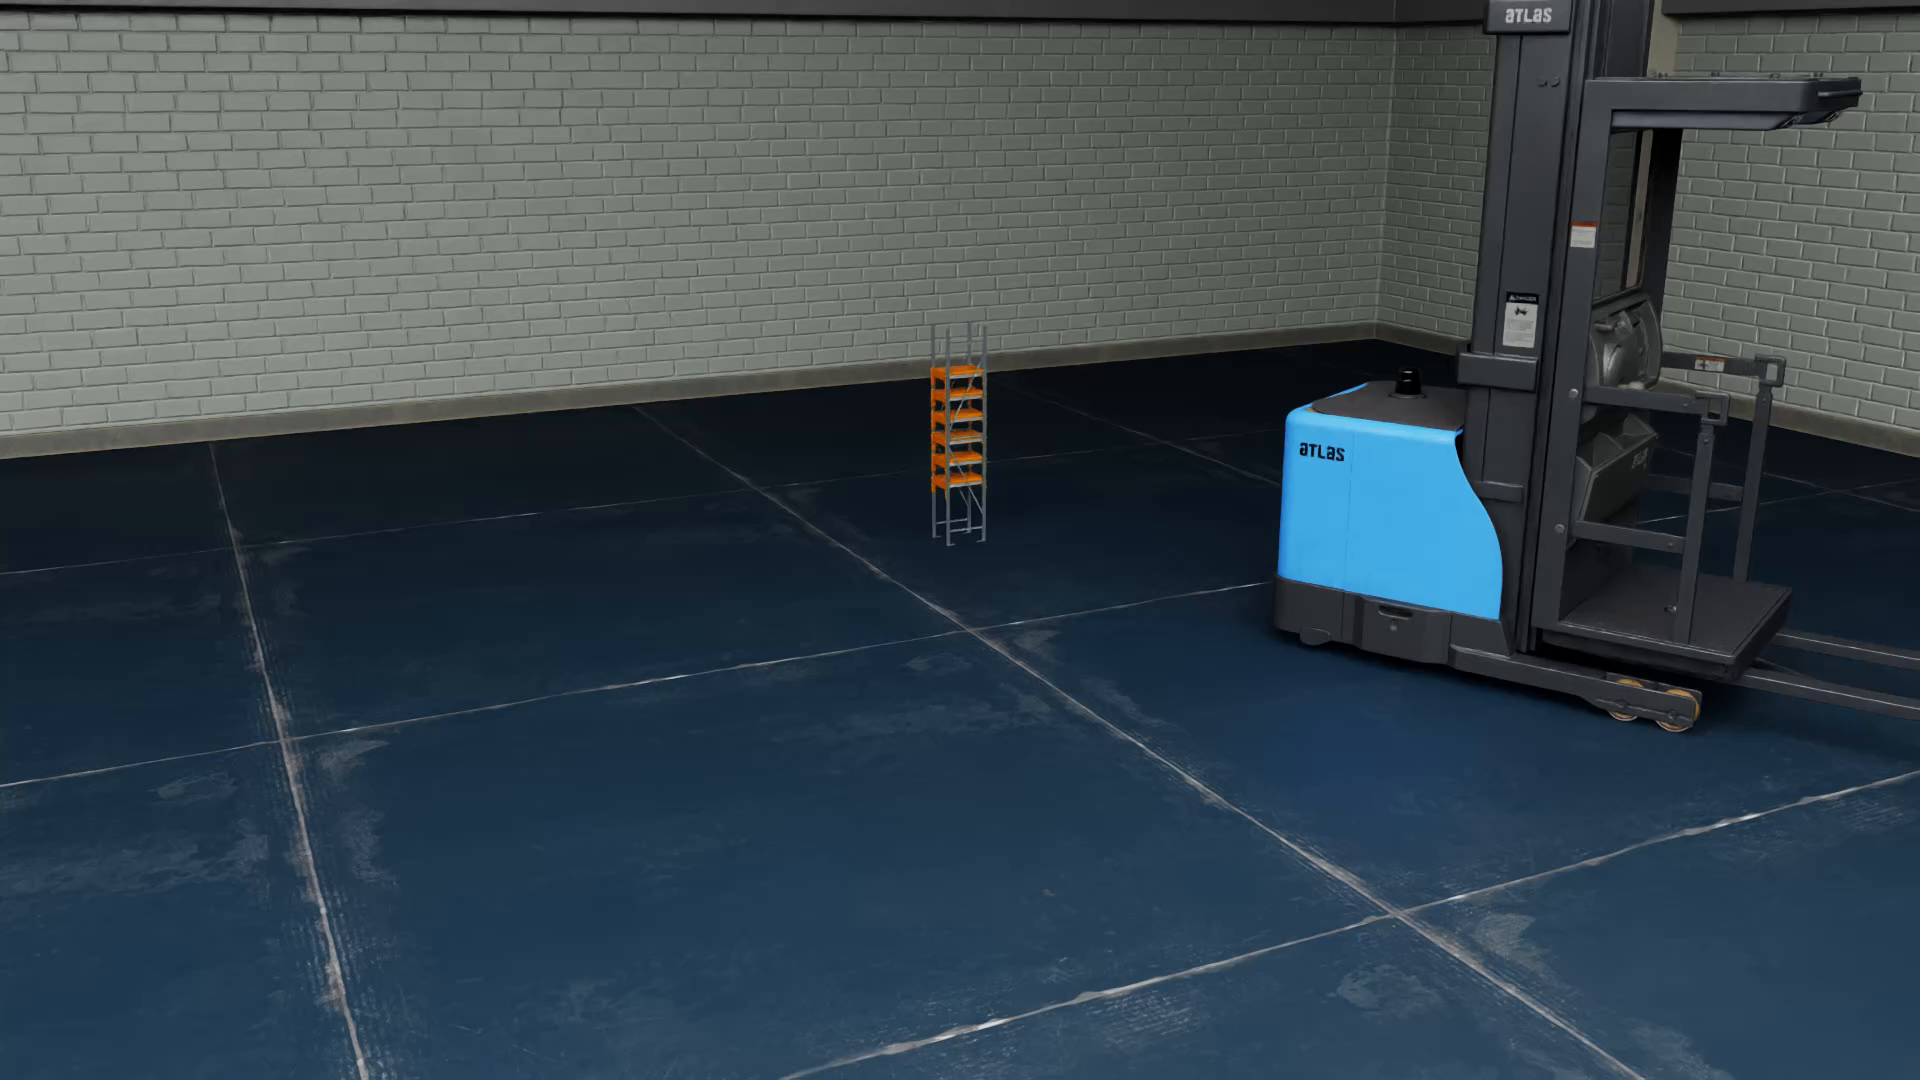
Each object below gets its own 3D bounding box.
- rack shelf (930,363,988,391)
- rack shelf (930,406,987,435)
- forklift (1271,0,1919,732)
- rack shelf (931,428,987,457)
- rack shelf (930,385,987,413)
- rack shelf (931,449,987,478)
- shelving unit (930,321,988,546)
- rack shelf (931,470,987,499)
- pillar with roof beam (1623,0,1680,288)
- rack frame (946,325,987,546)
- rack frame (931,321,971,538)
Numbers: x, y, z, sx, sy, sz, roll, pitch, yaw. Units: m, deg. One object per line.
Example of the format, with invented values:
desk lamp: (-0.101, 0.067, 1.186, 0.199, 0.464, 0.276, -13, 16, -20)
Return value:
rack shelf: (-0.006, -0.884, 9.011, 0.258, 0.103, 0.180, -8, 18, -25)
rack shelf: (-0.006, -0.653, 9.077, 0.258, 0.103, 0.180, -8, 18, -25)
forklift: (2.918, -0.813, 6.770, 3.031, 2.935, 1.130, 12, 20, 35)
rack shelf: (-0.006, -0.538, 9.110, 0.258, 0.103, 0.180, -8, 18, -25)
rack shelf: (-0.006, -0.768, 9.044, 0.258, 0.103, 0.180, -8, 18, -25)
rack shelf: (-0.006, -0.422, 9.143, 0.258, 0.103, 0.180, -8, 18, -25)
shelving unit: (-0.006, -0.580, 9.098, 0.258, 1.200, 0.189, -8, 18, -25)
rack shelf: (-0.006, -0.307, 9.176, 0.258, 0.103, 0.180, -8, 18, -25)
pillar with roof beam: (1.315, -4.994, 10.339, 9.100, 9.000, 0.400, -8, 18, -25)
rack frame: (0.034, -0.558, 9.019, 0.240, 1.200, 0.006, -8, 18, -25)
rack frame: (-0.046, -0.603, 9.177, 0.240, 1.200, 0.006, -8, 18, -25)
